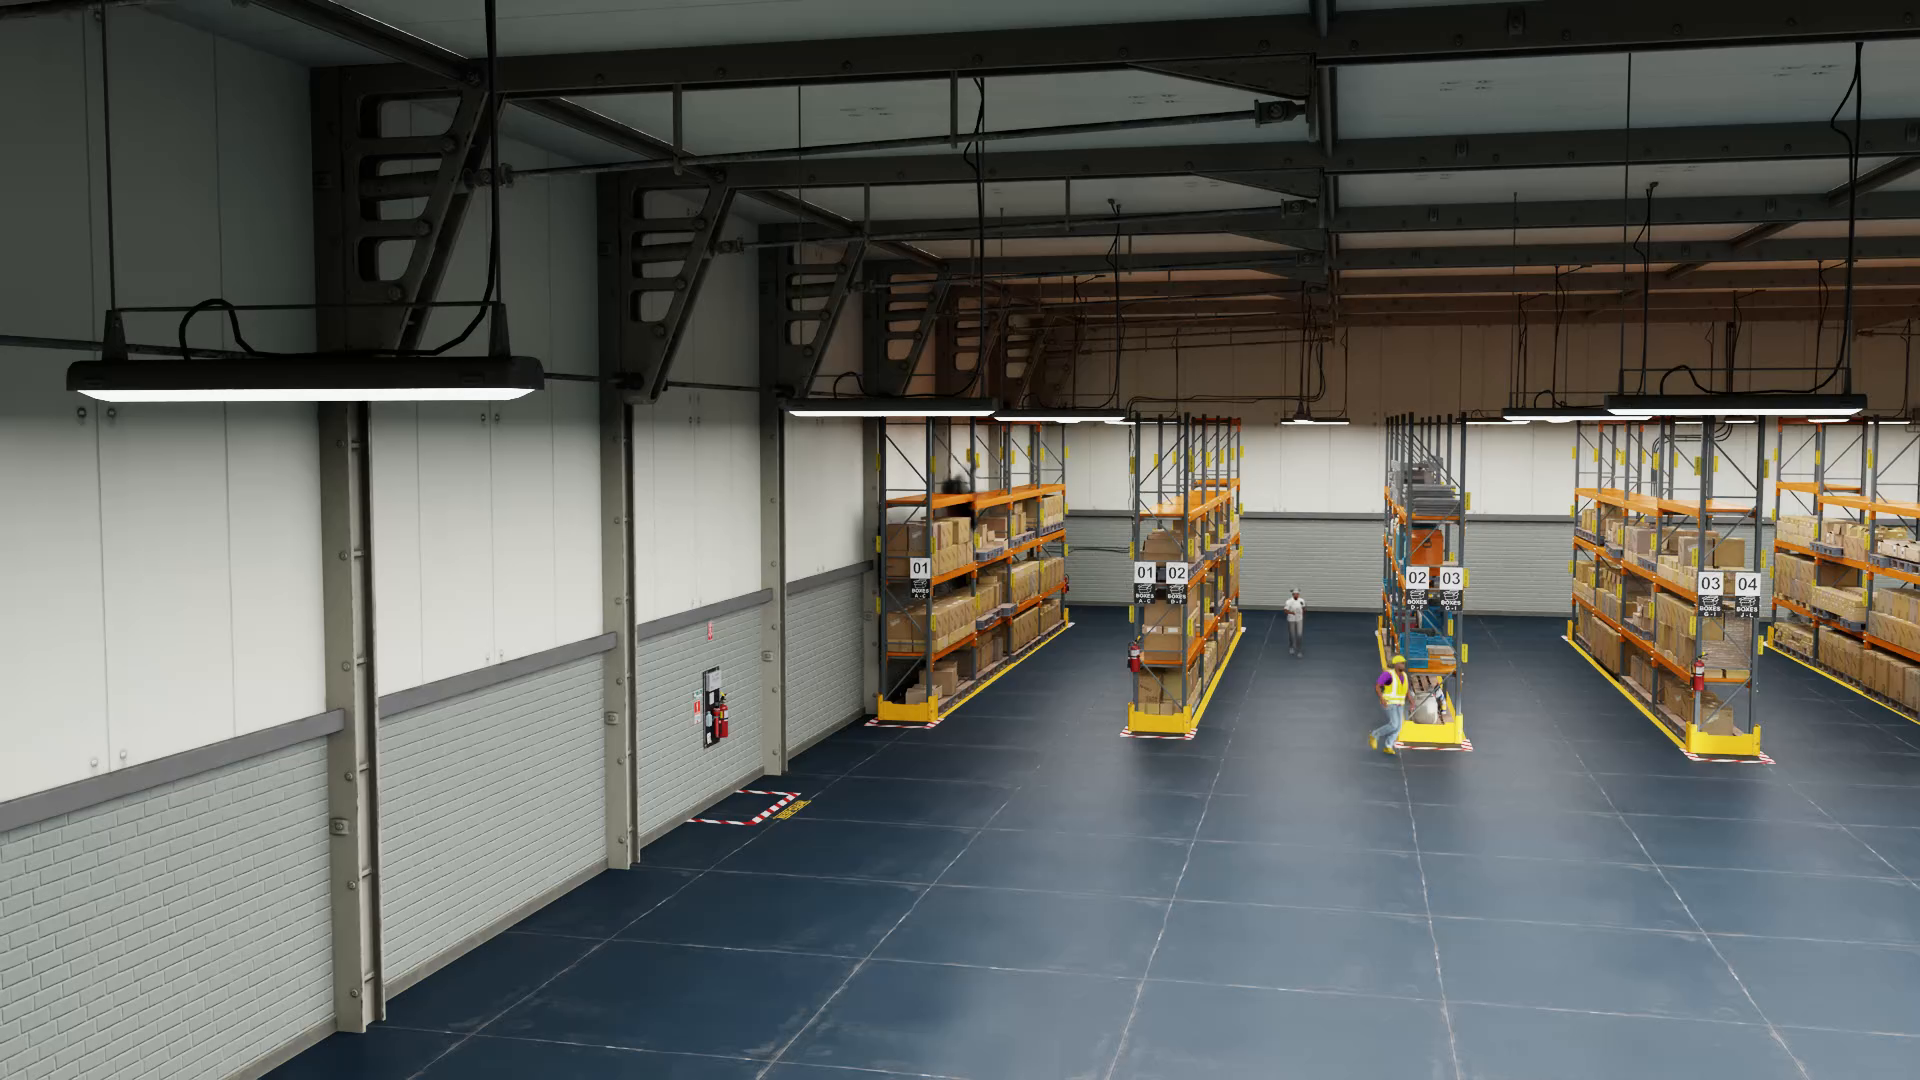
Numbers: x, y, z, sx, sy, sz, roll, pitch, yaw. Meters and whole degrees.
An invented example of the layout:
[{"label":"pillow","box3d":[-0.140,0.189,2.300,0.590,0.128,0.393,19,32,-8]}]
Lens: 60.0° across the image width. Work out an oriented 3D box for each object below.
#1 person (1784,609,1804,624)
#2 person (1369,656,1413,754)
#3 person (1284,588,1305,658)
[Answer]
[{"label":"person","box3d":[22.423,1.854,44.757,0.662,1.661,0.875,-3,5,-38]},{"label":"person","box3d":[7.653,2.891,29.331,0.749,1.701,0.584,-3,5,-34]},{"label":"person","box3d":[8.398,2.066,41.721,0.562,1.753,0.786,0,4,4]}]
